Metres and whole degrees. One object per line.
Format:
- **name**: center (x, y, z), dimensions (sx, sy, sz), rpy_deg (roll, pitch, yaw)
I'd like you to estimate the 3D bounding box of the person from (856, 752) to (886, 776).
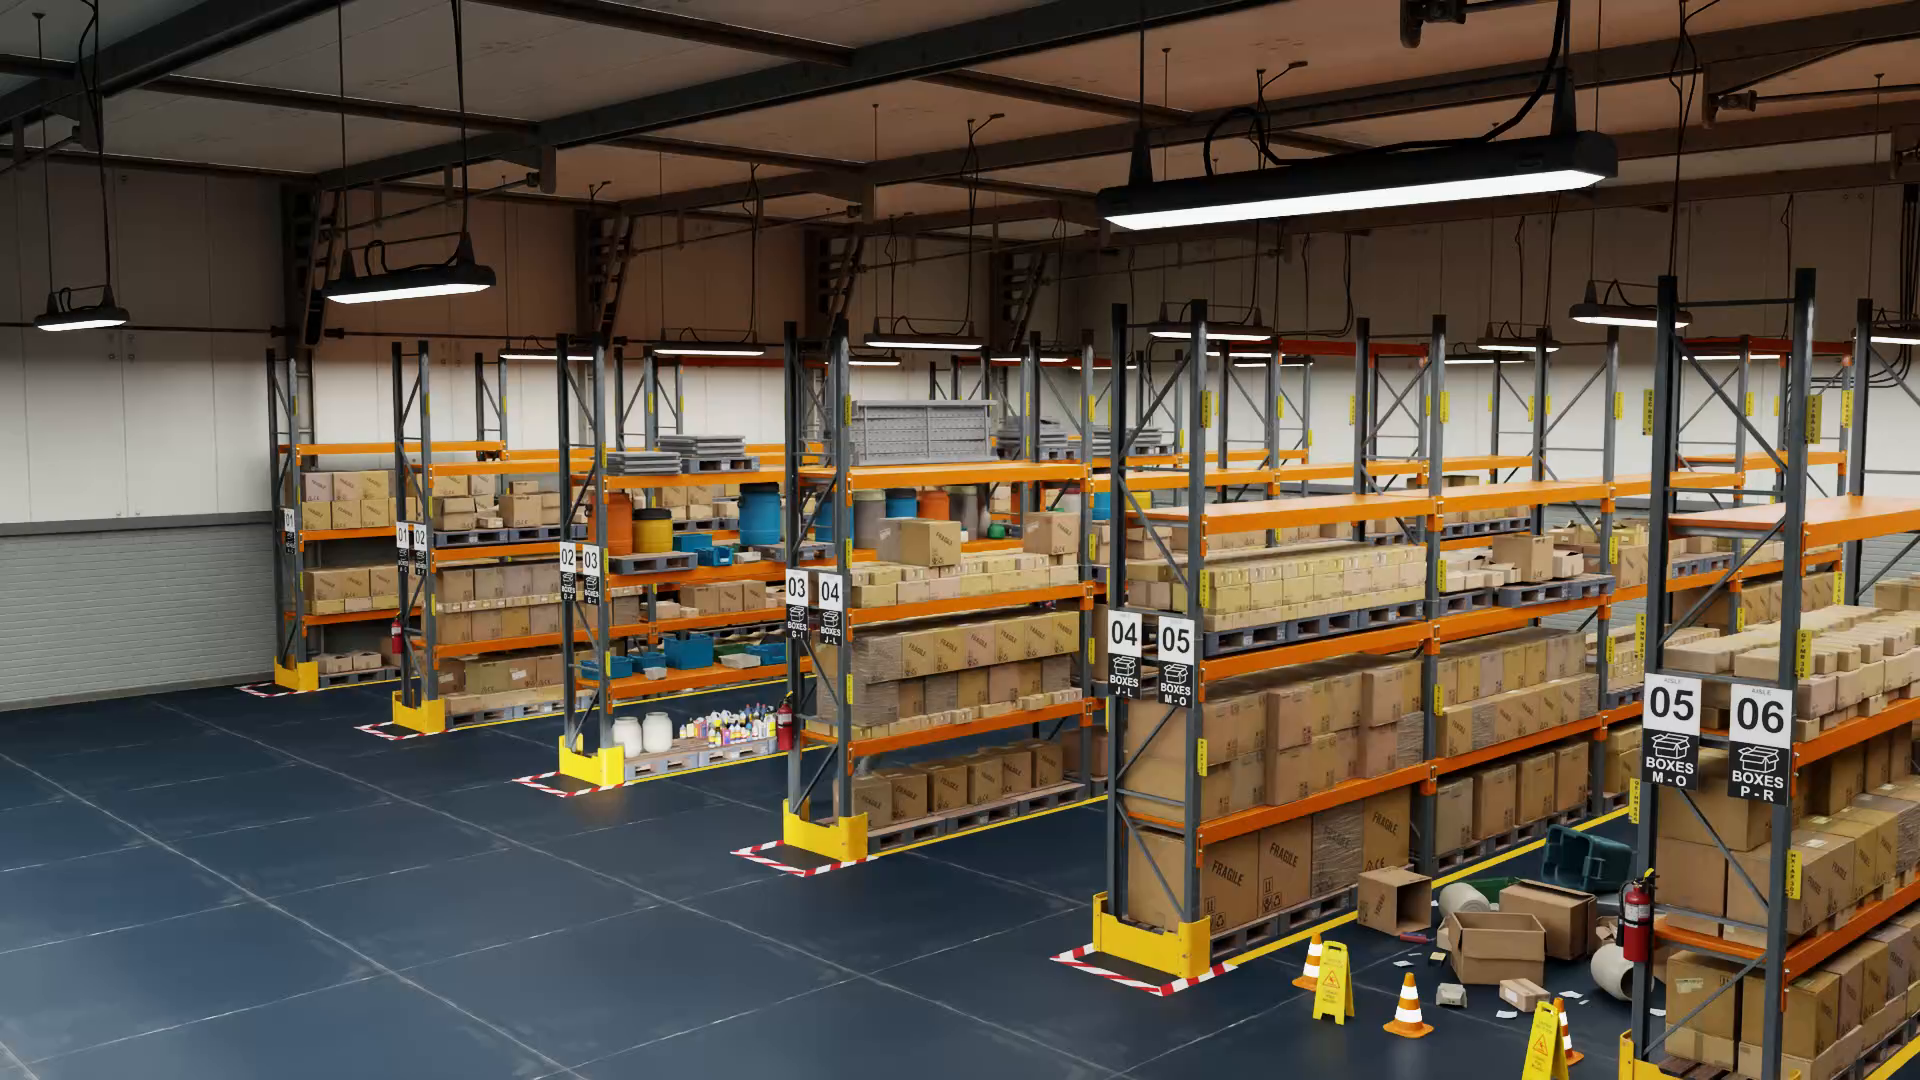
- **person**: center (-1.135, 2.450, 21.561), dimensions (0.414, 1.698, 0.441), rpy_deg (-1, 5, -9)
